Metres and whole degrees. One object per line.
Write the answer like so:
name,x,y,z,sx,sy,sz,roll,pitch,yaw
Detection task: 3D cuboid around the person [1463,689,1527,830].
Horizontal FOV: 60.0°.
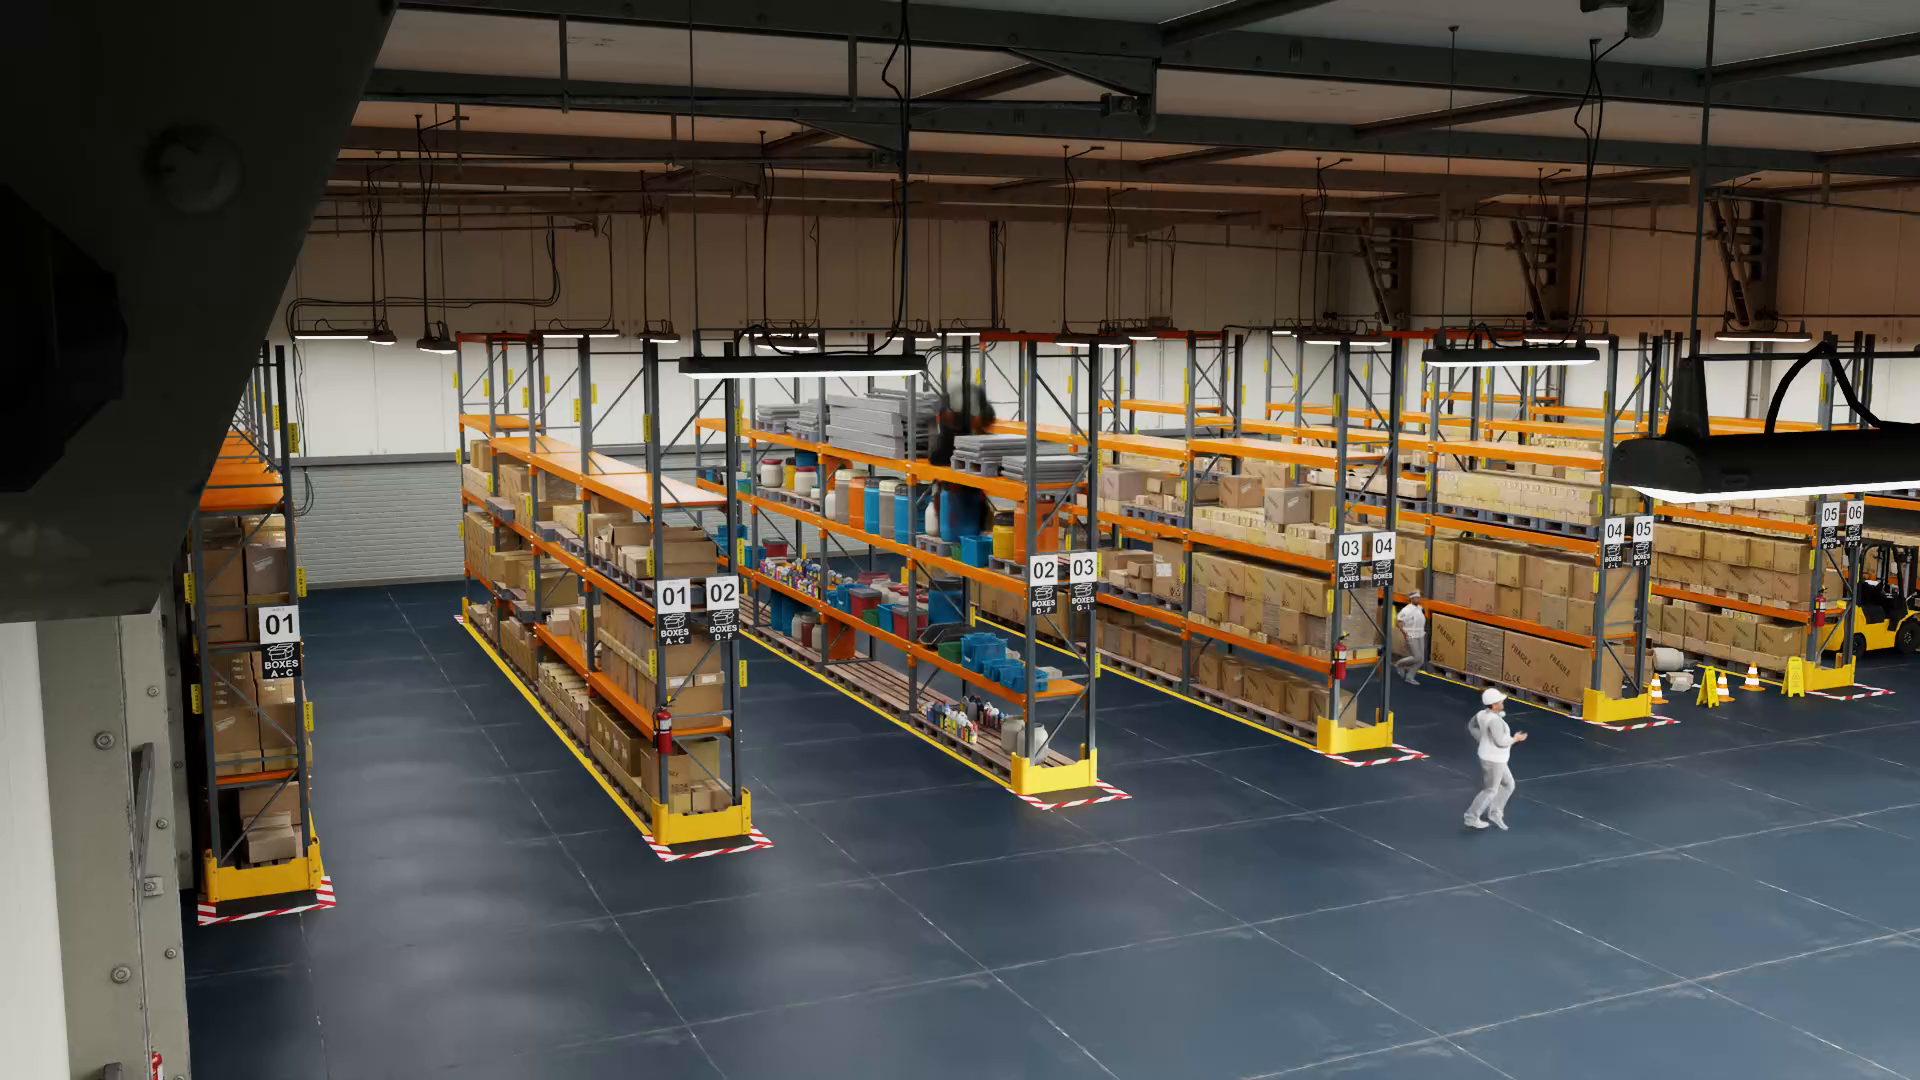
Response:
person,6.572,2.715,20.437,0.711,1.814,0.637,1,8,7

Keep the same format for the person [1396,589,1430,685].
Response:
person,7.822,1.667,28.620,0.574,1.658,0.558,-5,9,-34
